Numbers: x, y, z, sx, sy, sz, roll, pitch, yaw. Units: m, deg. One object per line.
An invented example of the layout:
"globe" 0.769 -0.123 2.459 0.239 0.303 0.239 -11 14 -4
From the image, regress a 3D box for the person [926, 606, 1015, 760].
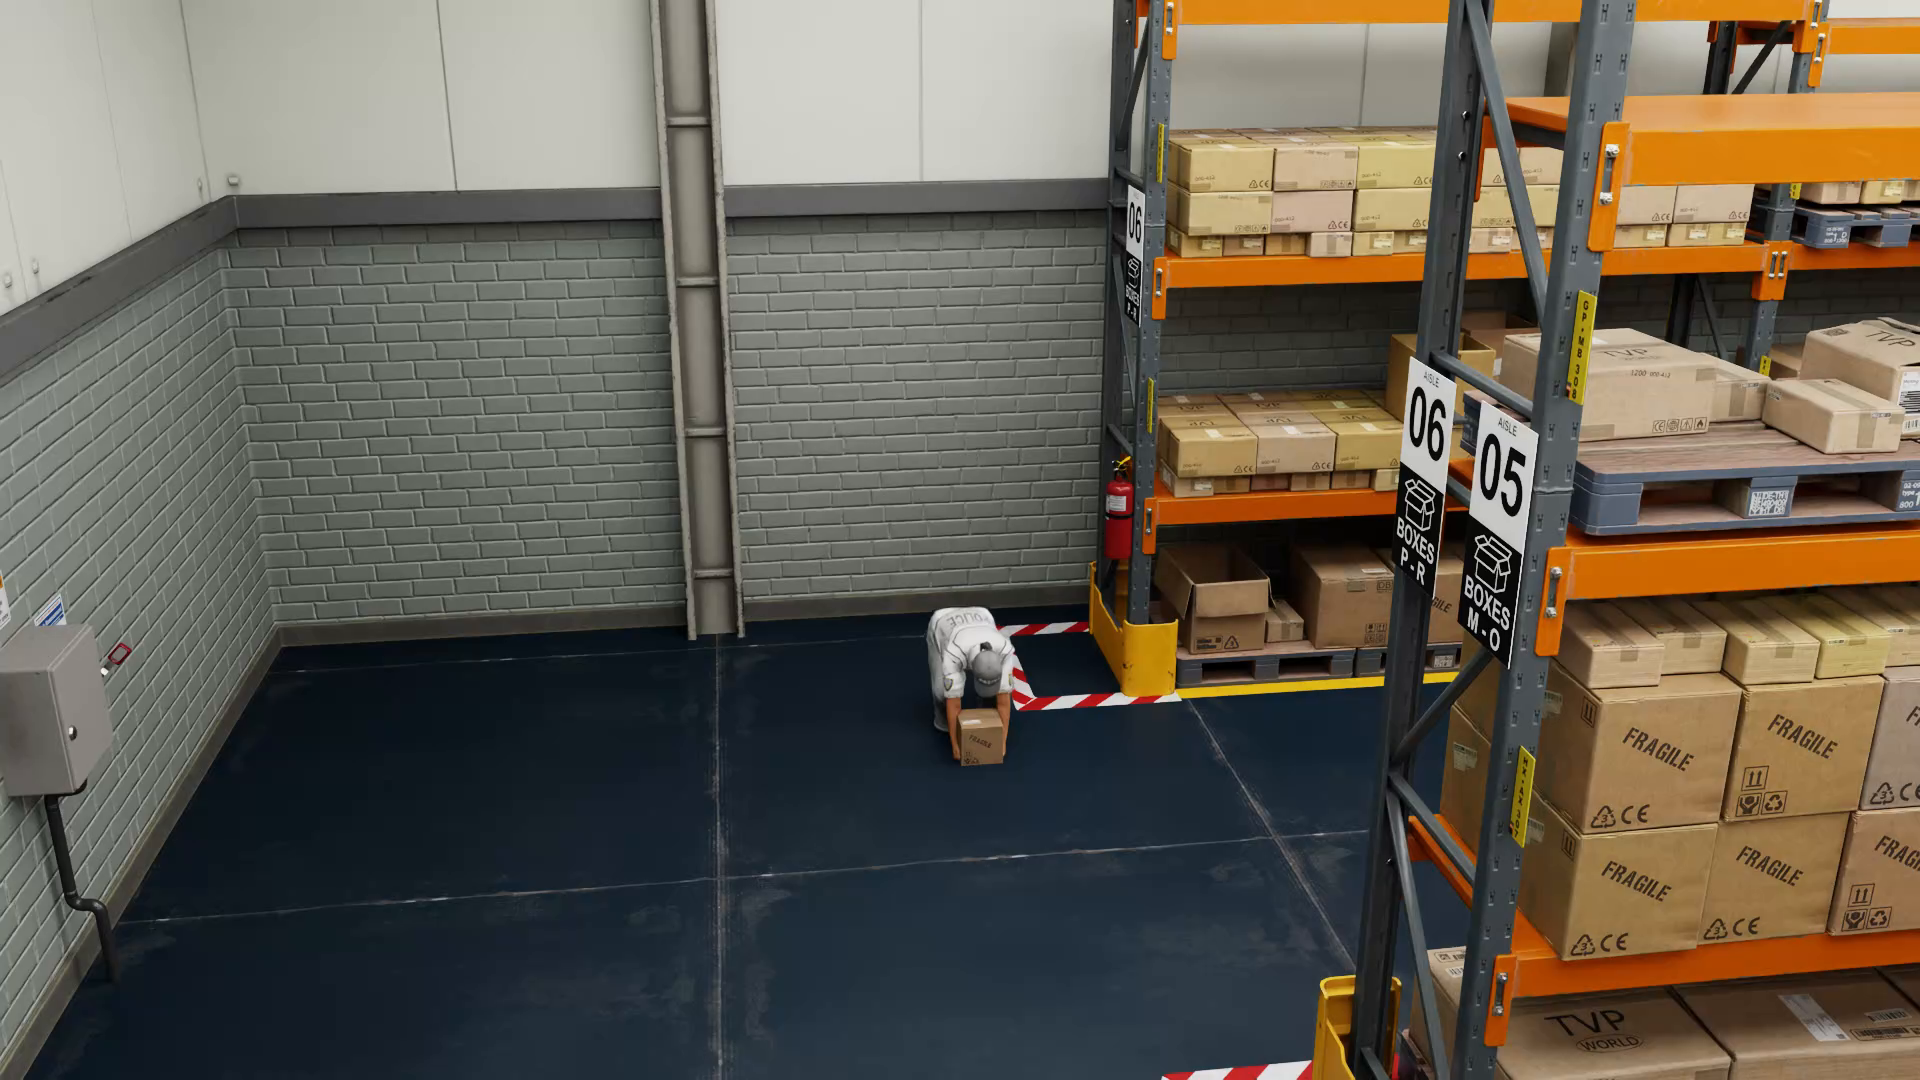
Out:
"person" 0.071 0.843 10.129 0.509 0.764 0.937 -3 20 -9
